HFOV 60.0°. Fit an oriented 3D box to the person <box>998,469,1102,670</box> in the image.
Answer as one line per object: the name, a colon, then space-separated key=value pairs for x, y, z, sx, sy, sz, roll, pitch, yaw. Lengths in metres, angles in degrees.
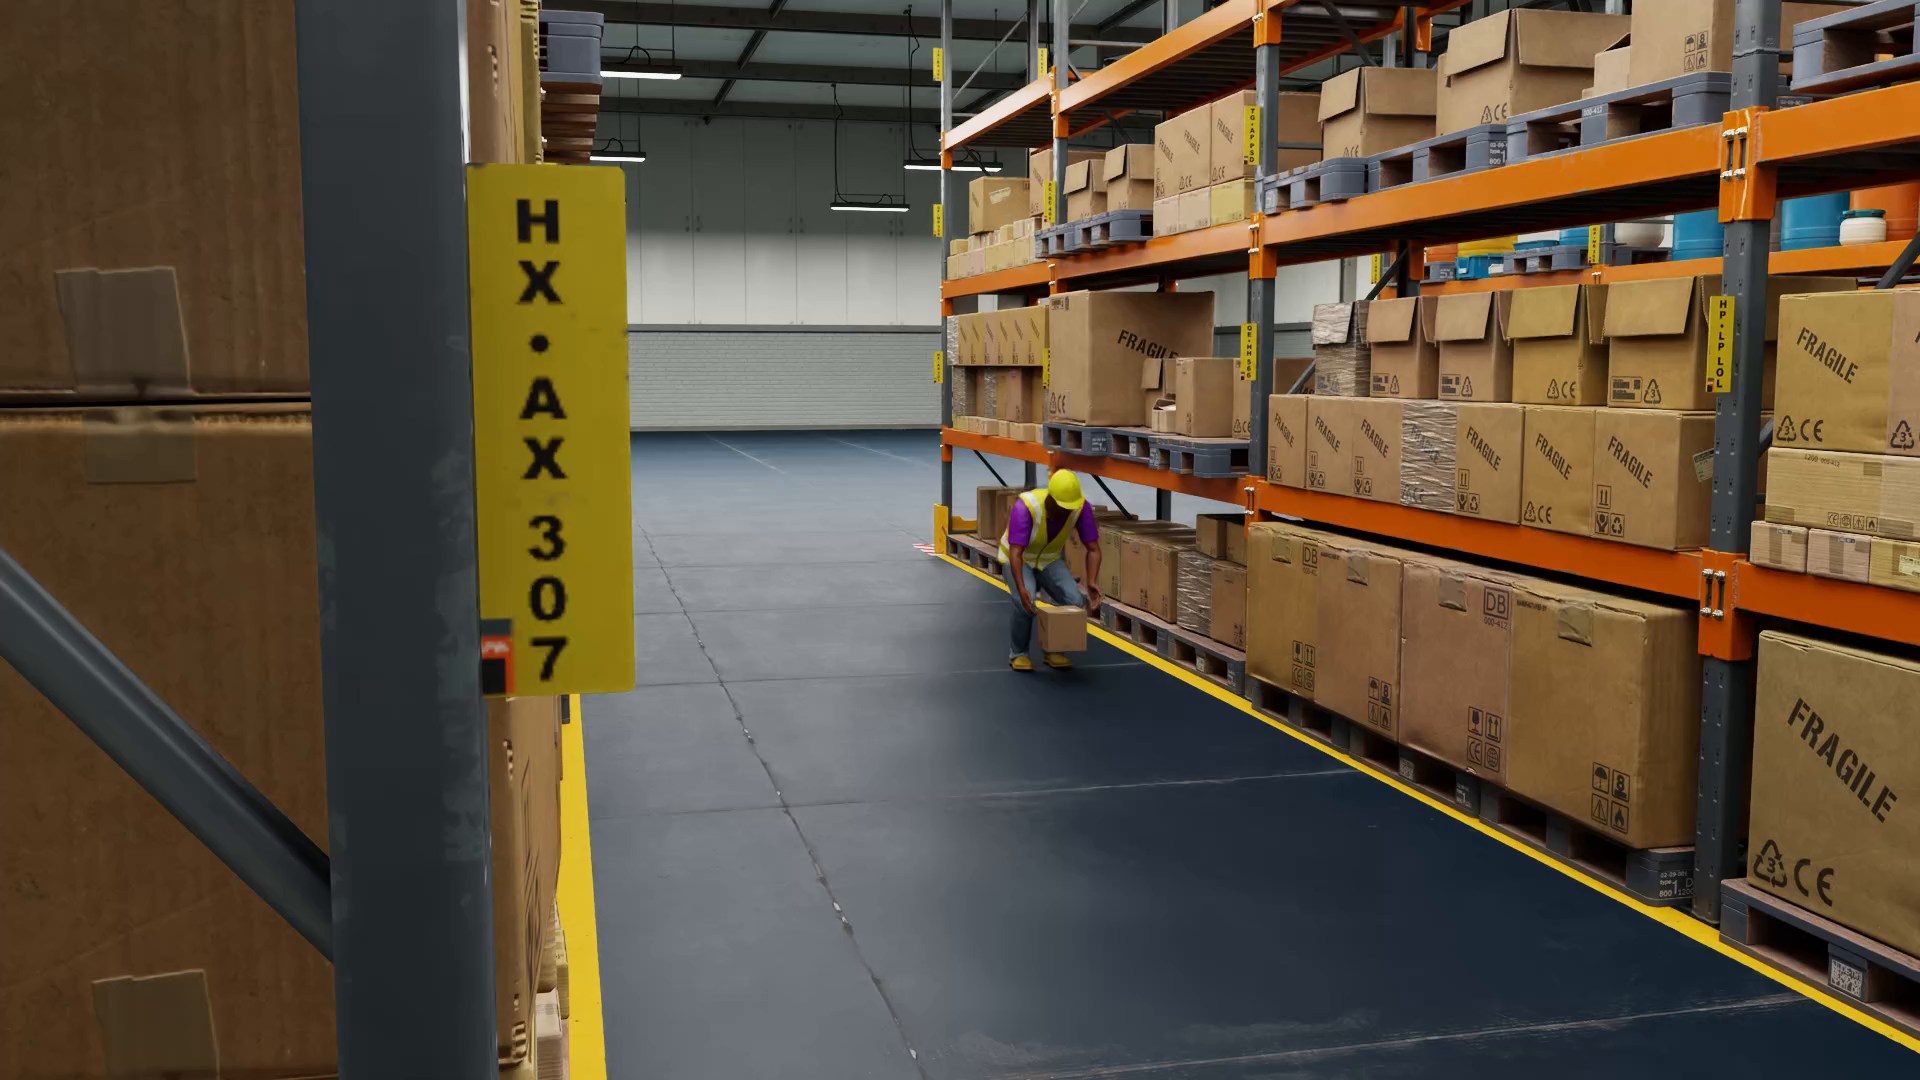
person: x=0.572 y=0.183 z=10.753 sx=0.630 sy=1.317 sz=0.802 roll=-2 pitch=6 yaw=-16
